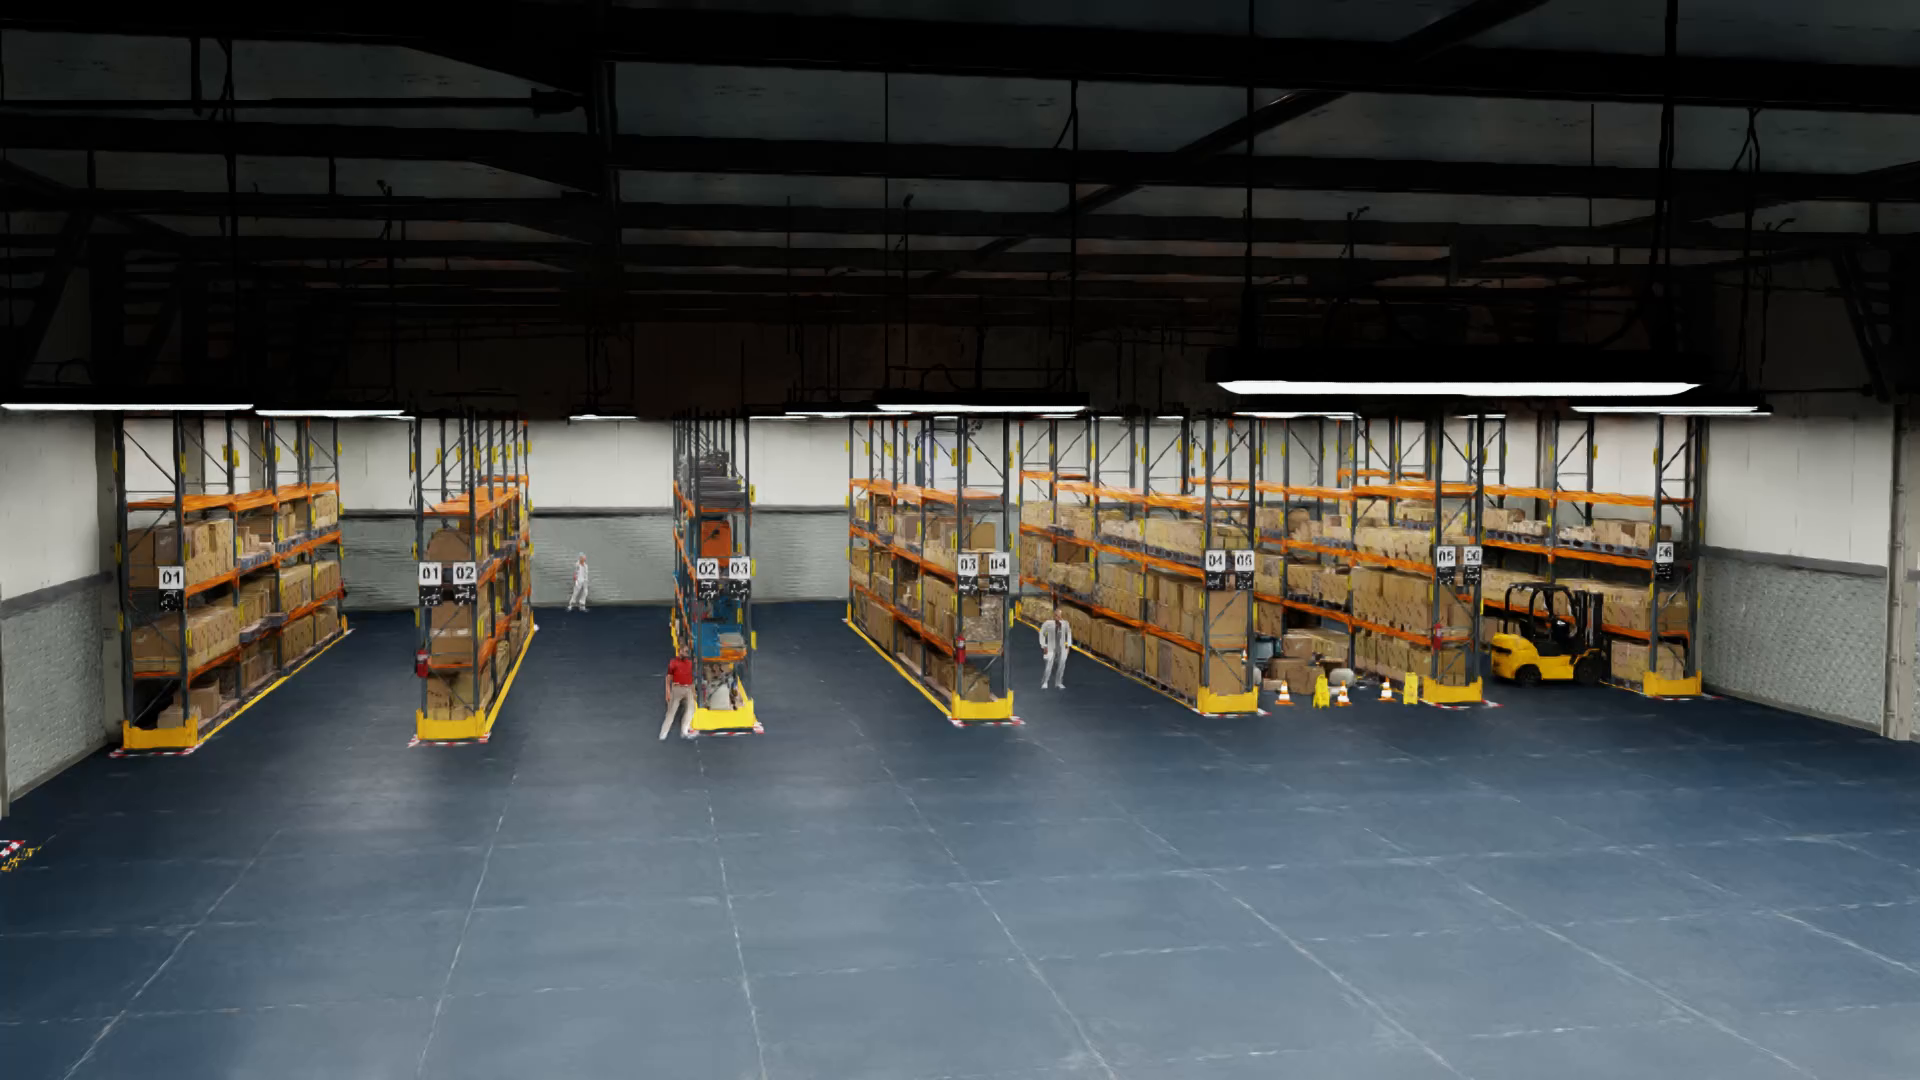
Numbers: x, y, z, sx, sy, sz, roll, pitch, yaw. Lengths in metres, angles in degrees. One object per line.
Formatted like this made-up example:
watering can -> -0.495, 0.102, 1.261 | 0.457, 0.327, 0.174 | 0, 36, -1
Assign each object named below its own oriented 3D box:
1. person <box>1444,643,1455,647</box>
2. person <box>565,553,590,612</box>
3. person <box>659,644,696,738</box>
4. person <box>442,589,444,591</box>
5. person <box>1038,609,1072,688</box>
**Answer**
person -> 11.185, 2.162, 38.150 | 0.482, 1.673, 0.486 | 1, 4, 19
person -> -11.524, 1.279, 50.072 | 0.500, 1.784, 0.729 | 3, 5, 36
person -> -5.139, 2.736, 30.128 | 0.528, 1.708, 0.684 | 4, 5, 42
person -> -13.928, 1.617, 45.283 | 0.578, 1.746, 0.655 | 1, 4, 18
person -> 2.039, 2.327, 35.657 | 0.729, 1.733, 0.546 | -1, 4, -12
